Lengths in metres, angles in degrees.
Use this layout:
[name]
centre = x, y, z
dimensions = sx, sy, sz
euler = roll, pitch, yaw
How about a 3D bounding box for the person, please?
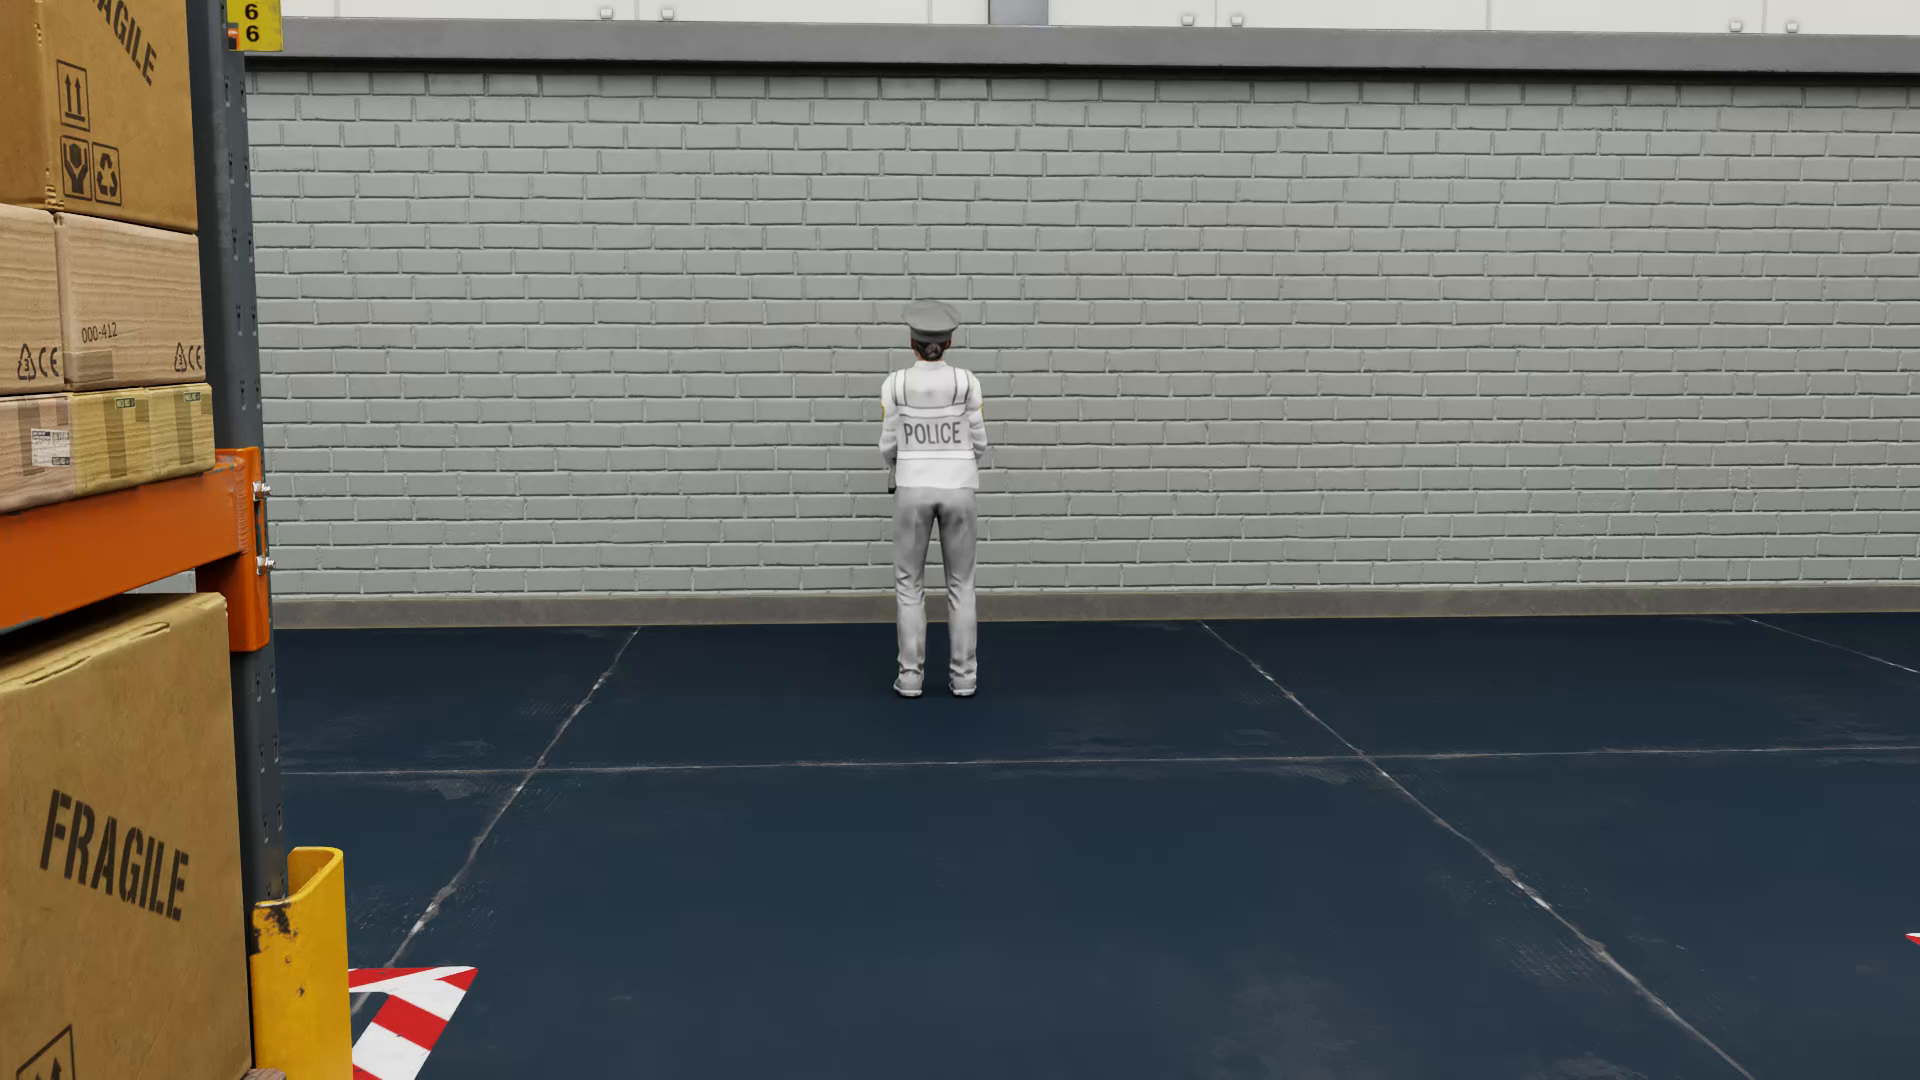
[person]
centre = -0.116, -0.182, 7.130
dimensions = 0.461, 1.686, 0.563
euler = 0, 7, -4
